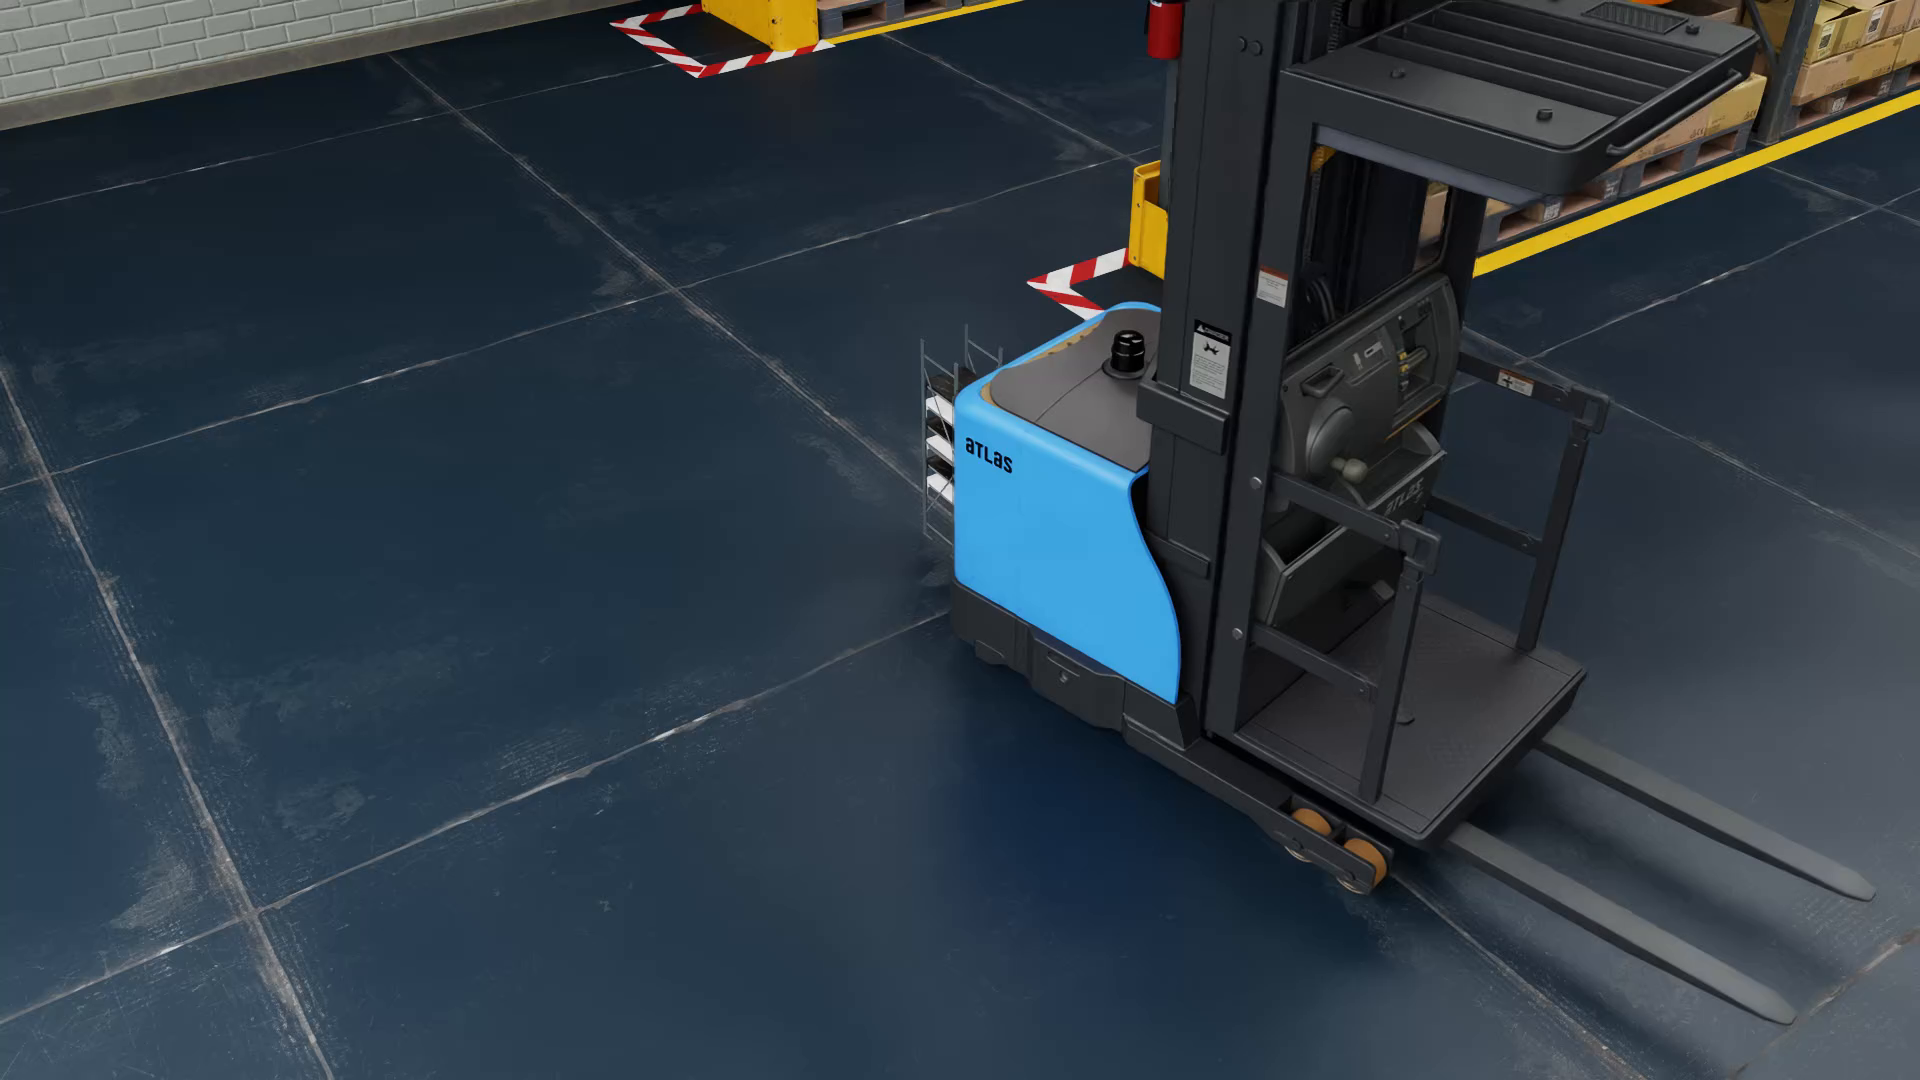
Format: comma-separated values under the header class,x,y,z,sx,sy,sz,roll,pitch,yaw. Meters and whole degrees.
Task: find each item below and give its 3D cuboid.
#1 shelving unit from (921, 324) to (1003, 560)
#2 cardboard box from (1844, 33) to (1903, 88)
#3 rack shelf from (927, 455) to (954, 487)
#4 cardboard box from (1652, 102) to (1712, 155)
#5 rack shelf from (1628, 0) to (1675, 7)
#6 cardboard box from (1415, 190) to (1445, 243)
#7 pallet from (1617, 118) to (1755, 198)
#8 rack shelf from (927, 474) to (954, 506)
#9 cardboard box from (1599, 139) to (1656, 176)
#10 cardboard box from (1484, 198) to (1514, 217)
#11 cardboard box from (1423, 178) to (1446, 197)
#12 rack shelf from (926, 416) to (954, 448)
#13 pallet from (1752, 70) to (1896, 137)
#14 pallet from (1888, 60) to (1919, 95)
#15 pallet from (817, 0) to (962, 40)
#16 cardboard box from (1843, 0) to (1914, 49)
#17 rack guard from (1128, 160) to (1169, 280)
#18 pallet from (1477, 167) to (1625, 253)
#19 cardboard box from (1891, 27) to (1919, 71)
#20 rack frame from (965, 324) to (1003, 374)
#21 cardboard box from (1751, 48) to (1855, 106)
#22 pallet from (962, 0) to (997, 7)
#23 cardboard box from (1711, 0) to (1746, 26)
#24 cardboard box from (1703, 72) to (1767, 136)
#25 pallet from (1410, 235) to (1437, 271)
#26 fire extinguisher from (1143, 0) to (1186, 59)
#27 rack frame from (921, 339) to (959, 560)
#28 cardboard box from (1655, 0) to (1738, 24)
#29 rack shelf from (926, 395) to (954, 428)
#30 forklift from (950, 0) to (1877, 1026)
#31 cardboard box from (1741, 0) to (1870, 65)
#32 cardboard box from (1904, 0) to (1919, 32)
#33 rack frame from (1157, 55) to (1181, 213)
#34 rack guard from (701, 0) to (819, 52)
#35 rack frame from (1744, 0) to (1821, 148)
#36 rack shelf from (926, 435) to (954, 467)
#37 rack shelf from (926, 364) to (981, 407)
class,x,y,z,sx,sy,sz,roll,pitch,yaw
shelving unit,0.007,-0.368,6.491,0.210,0.900,0.258,-22,41,-28
cardboard box,5.523,-3.088,10.470,0.500,0.250,0.500,-21,41,-27
rack shelf,0.007,-0.268,6.563,0.200,0.077,0.258,-22,41,-28
cardboard box,3.964,-2.476,9.618,0.500,0.250,0.500,-22,41,-28
rack shelf,2.997,-2.880,8.802,4.000,0.370,1.077,-22,41,-28
cardboard box,2.335,-1.798,8.676,0.500,0.250,0.500,-22,41,-28
pallet,3.958,-2.466,9.997,1.213,0.211,1.003,-22,41,-28
rack shelf,0.007,-0.195,6.616,0.200,0.077,0.258,-22,41,-28
cardboard box,3.564,-2.300,9.375,0.500,0.250,0.500,-22,41,-28
cardboard box,2.744,-1.966,8.910,0.500,0.250,0.500,-22,41,-28
cardboard box,2.336,-2.102,8.456,0.500,0.500,0.500,-22,41,-28
rack shelf,0.007,-0.414,6.458,0.200,0.077,0.258,-22,41,-28
pallet,5.212,-2.980,10.712,1.213,0.211,1.003,-22,41,-28
pallet,6.210,-3.392,11.286,1.213,0.211,1.003,-22,41,-28
pallet,-0.748,-4.013,12.148,1.213,0.211,1.003,-22,41,-28
cardboard box,5.525,-3.313,10.302,0.500,0.311,0.500,-23,42,-28
rack guard,1.343,-1.477,8.375,0.348,0.500,1.175,-22,41,-28
pallet,2.960,-2.053,9.423,1.213,0.211,1.003,-22,41,-28
cardboard box,5.945,-3.264,10.714,0.500,0.250,0.500,-24,42,-29
rack frame,0.090,-0.402,6.539,0.006,0.900,0.240,-22,41,-28
cardboard box,5.104,-2.917,10.232,0.500,0.250,0.500,-23,42,-29
pallet,0.248,-4.420,12.715,1.213,0.211,1.003,-22,41,-28
cardboard box,4.798,-3.400,10.423,0.500,0.311,0.500,-22,41,-28
cardboard box,4.379,-2.639,9.846,0.500,0.250,0.500,-22,41,-28
pallet,1.963,-1.645,8.856,1.213,0.211,1.003,-22,41,-28
fire extinguisher,0.998,-2.650,7.932,0.183,0.674,0.296,-22,41,-28
rack frame,-0.076,-0.334,6.443,0.006,0.900,0.240,-22,41,-28
cardboard box,3.963,-2.781,9.401,0.500,0.500,0.500,-22,41,-28
rack shelf,0.007,-0.487,6.405,0.200,0.077,0.258,-22,41,-28
forklift,1.384,-0.432,4.841,3.031,2.935,1.130,29,45,34
cardboard box,5.113,-3.147,10.072,0.500,0.311,0.500,-22,41,-28
cardboard box,5.948,-3.488,10.545,0.500,0.311,0.500,-24,42,-29
rack frame,1.362,-2.500,7.657,0.127,3.000,1.000,-22,41,-28
rack guard,-1.432,-3.873,11.707,0.348,0.500,1.175,-22,41,-28
rack frame,4.632,-3.845,9.527,0.127,3.000,1.000,-22,41,-28
rack shelf,0.007,-0.341,6.511,0.200,0.077,0.258,-22,41,-28
rack shelf,0.007,-0.560,6.353,0.200,0.077,0.258,-22,41,-28
